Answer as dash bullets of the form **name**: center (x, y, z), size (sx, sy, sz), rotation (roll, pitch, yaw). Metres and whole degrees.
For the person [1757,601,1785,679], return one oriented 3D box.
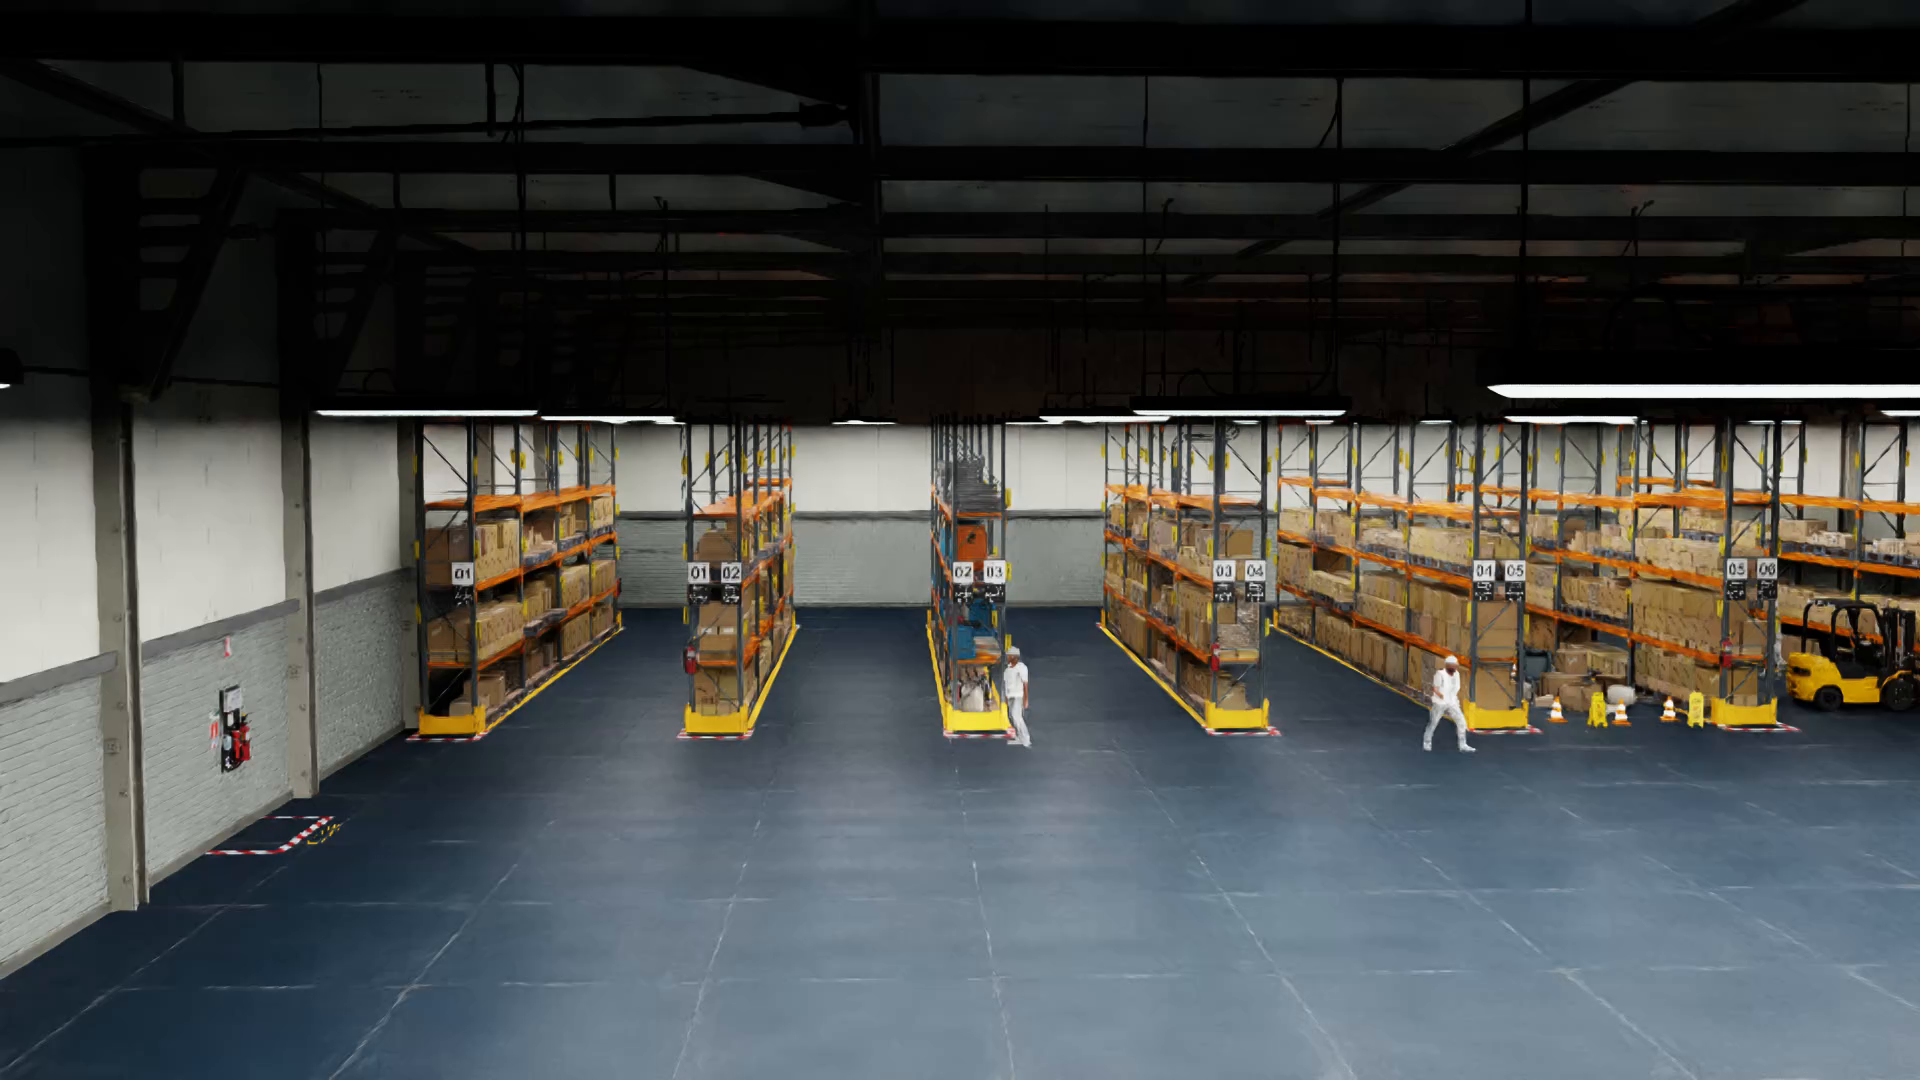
- **person**: center (18.429, 2.247, 37.778), size (0.581, 1.785, 0.664), rotation (2, 4, 22)

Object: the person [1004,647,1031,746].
- **person**: center (1.027, 2.802, 29.830), size (0.398, 1.760, 0.652), rotation (-2, 4, -30)

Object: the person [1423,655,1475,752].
- **person**: center (8.554, 2.864, 29.247), size (0.704, 1.716, 0.810), rotation (-1, 4, -21)
